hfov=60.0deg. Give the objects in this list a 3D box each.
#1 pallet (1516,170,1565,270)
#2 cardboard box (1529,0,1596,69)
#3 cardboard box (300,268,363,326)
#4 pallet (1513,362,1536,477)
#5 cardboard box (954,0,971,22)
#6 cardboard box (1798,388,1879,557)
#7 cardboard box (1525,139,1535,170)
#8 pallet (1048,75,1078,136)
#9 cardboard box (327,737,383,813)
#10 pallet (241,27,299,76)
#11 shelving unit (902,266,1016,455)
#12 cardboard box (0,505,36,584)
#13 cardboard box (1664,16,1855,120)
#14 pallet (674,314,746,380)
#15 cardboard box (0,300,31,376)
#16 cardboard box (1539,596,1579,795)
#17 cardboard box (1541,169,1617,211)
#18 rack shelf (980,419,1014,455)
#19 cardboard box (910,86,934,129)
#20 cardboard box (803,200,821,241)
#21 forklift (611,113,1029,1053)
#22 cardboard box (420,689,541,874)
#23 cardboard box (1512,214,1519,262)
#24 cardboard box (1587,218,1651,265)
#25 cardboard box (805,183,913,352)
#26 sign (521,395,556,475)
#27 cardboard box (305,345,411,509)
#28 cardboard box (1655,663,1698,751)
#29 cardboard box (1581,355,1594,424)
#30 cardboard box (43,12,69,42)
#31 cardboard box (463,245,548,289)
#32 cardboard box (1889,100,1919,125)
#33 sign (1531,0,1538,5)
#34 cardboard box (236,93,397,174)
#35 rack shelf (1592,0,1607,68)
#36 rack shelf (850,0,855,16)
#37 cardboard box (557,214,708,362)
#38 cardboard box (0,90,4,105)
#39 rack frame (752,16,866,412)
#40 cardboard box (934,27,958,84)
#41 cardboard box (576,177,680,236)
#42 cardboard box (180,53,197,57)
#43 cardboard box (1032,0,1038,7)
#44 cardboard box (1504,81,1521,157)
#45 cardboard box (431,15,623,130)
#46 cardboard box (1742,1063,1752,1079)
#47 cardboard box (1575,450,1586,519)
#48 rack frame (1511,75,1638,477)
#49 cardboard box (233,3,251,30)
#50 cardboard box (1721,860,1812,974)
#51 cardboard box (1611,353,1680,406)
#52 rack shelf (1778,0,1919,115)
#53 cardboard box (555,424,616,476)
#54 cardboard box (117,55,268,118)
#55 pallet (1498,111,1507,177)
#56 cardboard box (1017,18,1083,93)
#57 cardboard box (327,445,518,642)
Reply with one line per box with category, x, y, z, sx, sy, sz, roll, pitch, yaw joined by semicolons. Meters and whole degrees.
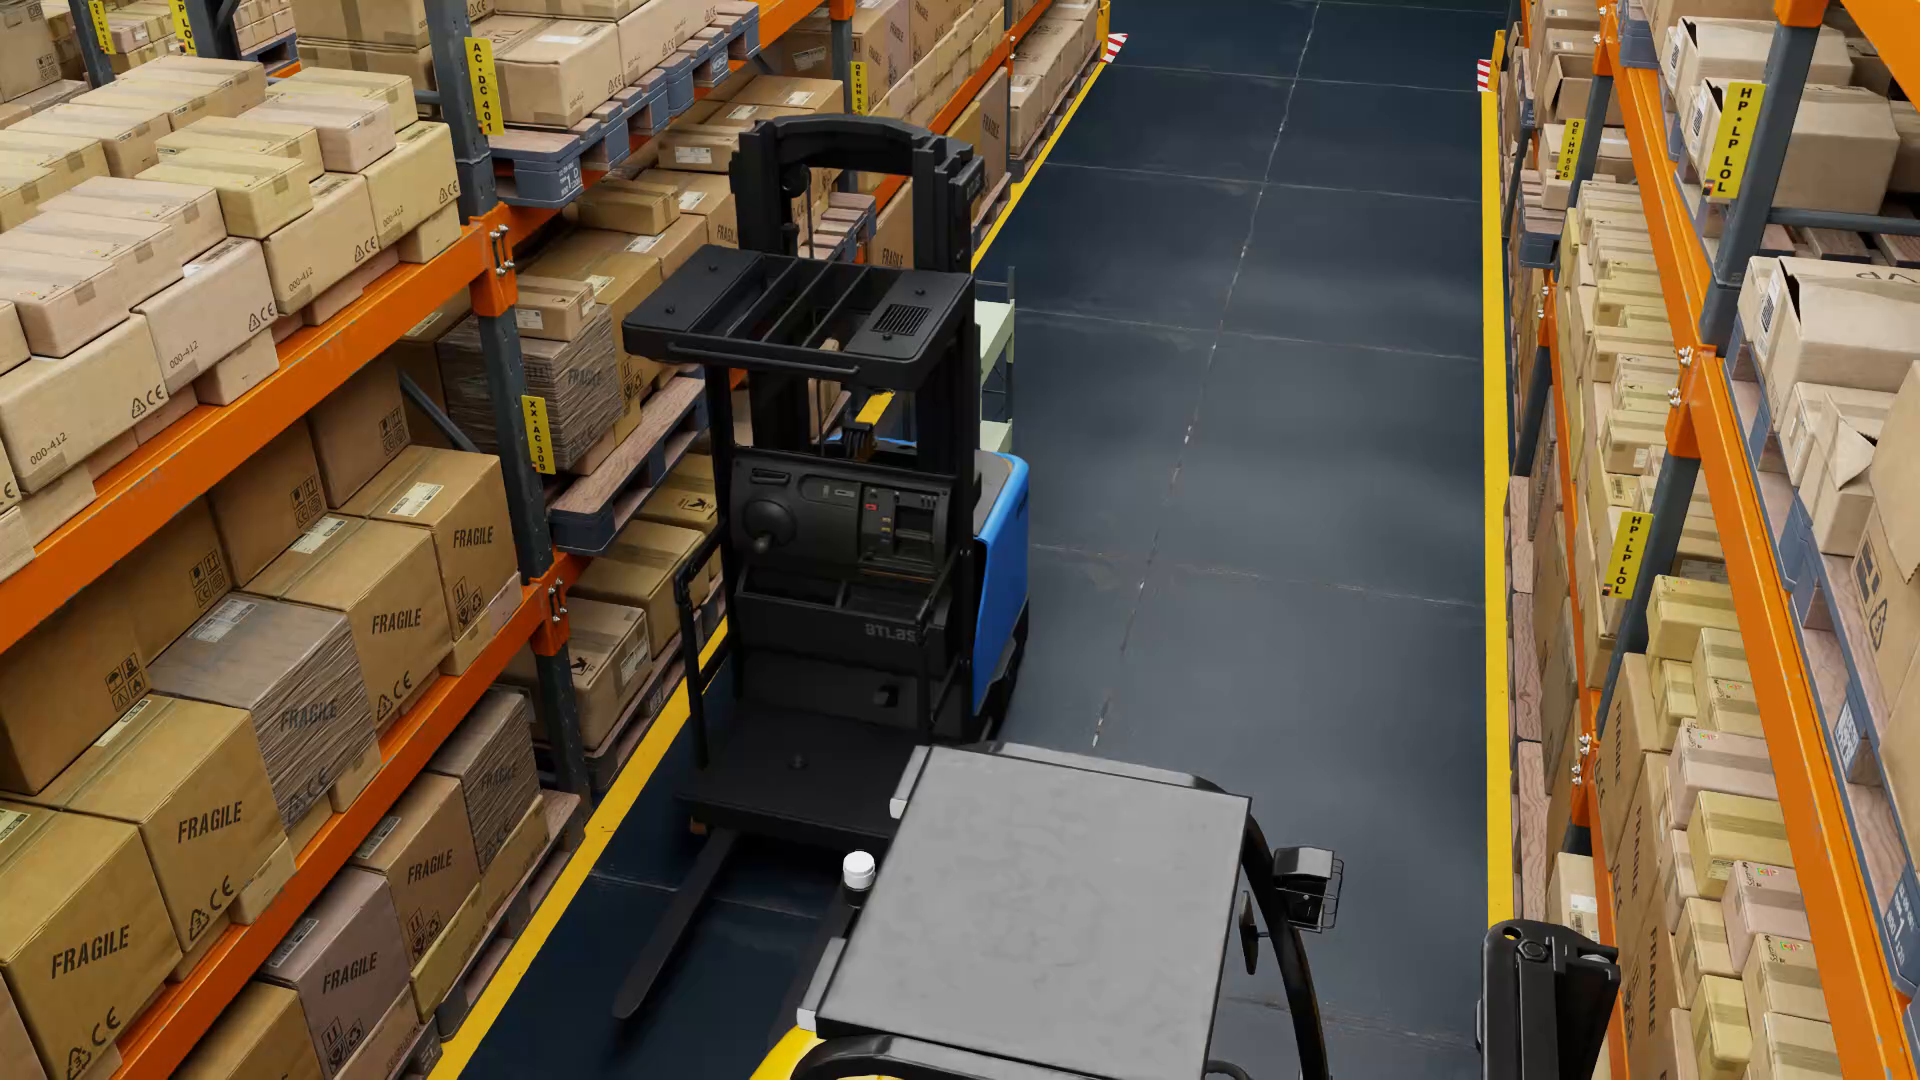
pallet;3.803;-1.781;9.435;1.213;0.211;1.003;8;33;12
cardboard box;4.375;-3.576;11.594;0.700;0.500;0.500;9;34;14
cardboard box;-2.094;-0.799;5.149;0.380;0.149;0.250;8;33;13
pallet;3.925;-0.707;10.165;1.003;0.211;1.213;8;33;12
cardboard box;-0.230;-3.919;11.593;0.500;0.500;0.500;9;34;14
cardboard box;2.013;-0.125;3.495;0.396;0.266;0.258;7;33;11
cardboard box;4.366;-2.823;12.228;0.380;0.149;0.250;10;34;15
pallet;0.488;-4.093;15.491;1.003;0.211;1.213;8;33;12
cardboard box;-2.160;0.743;5.520;0.380;0.149;0.250;8;33;12
pallet;-5.454;-3.748;12.529;1.003;0.211;1.213;8;33;12
shelving unit;-0.002;-0.629;8.842;0.431;1.500;0.755;8;33;12
cardboard box;-2.411;0.018;3.864;0.380;0.149;0.250;8;33;13
cardboard box;2.827;-1.680;5.899;0.500;0.311;0.500;7;33;11
pallet;-1.566;-1.061;8.302;1.003;0.211;1.213;8;33;12
cardboard box;-2.429;-0.462;3.876;0.380;0.149;0.250;9;33;13
cardboard box;3.010;0.726;7.135;0.875;0.625;0.625;8;33;12
cardboard box;3.495;-1.965;9.388;0.380;0.149;0.250;9;33;13
rack shelf;-0.002;-0.354;9.017;0.431;0.370;0.720;8;33;12
cardboard box;-0.484;-2.872;11.111;0.500;0.250;0.500;9;34;14
cardboard box;-0.977;-1.758;9.062;0.380;0.149;0.250;8;33;12
forklift;-0.548;-0.039;6.580;1.130;2.935;3.031;9;33;13
cardboard box;-2.009;0.911;6.494;0.500;0.500;0.500;8;33;12
cardboard box;4.248;-2.201;11.855;0.500;0.500;0.500;8;33;12
cardboard box;3.226;-1.416;7.984;0.380;0.149;0.250;9;34;14
cardboard box;-0.848;-1.803;10.879;0.875;0.875;0.875;8;33;12
sign;-1.592;-0.395;6.268;0.100;0.325;0.005;8;33;12
cardboard box;-2.440;-0.490;5.922;0.700;0.500;0.500;8;33;12
cardboard box;2.284;0.523;4.934;0.380;0.149;0.250;9;33;14
cardboard box;2.966;-0.654;7.157;0.500;0.250;0.500;8;33;13
cardboard box;-6.236;-3.435;11.146;0.380;0.149;0.250;7;33;10
cardboard box;-2.098;-0.973;7.222;0.500;0.500;0.500;8;33;13
cardboard box;3.037;-1.365;5.555;0.380;0.149;0.250;8;33;12
sign;4.187;-4.012;11.958;0.100;0.325;0.005;8;33;12
cardboard box;-1.979;-1.256;5.125;0.380;0.149;0.250;7;33;11
rack shelf;4.206;-3.501;9.836;1.077;0.370;4.000;8;33;12
rack shelf;-0.596;-4.175;10.896;1.077;0.370;4.000;8;33;12
cardboard box;-1.457;-1.163;7.522;0.500;0.500;0.500;8;33;12
cardboard box;-6.167;-2.766;9.780;0.700;0.500;0.500;8;33;12
rack frame;-1.103;-2.175;9.875;1.000;3.000;0.127;8;33;12
cardboard box;-0.324;-3.338;11.379;0.500;0.250;0.500;9;33;13
cardboard box;-1.481;-1.492;7.434;0.380;0.149;0.250;10;34;15
cardboard box;-5.472;-3.352;11.569;0.380;0.149;0.250;10;34;15
cardboard box;0.416;-4.761;13.850;0.500;0.500;0.500;8;33;13
cardboard box;4.964;-3.493;13.888;0.700;0.500;0.500;7;33;11
cardboard box;-1.582;-1.728;6.124;0.500;0.250;0.500;7;33;11
cardboard box;1.938;1.330;3.664;0.380;0.149;0.250;8;33;12
cardboard box;2.837;-0.174;6.868;0.500;0.250;0.500;8;33;13
rack frame;3.699;-1.501;8.815;1.000;3.000;0.127;8;33;12
cardboard box;-5.341;-3.757;11.929;0.380;0.149;0.250;8;33;12
cardboard box;2.066;0.938;4.004;0.380;0.149;0.250;8;33;12
cardboard box;2.851;-0.616;6.725;0.380;0.149;0.250;8;33;13
rack shelf;2.176;-0.447;2.608;1.077;0.370;4.000;8;33;12
cardboard box;-1.672;-0.414;6.948;0.380;0.149;0.250;8;33;13
cardboard box;-2.514;-1.477;5.472;0.380;0.149;0.250;7;33;12
pallet;5.197;-3.391;14.388;1.003;0.211;1.213;8;33;12
cardboard box;0.632;-4.590;15.671;0.875;0.438;0.875;9;34;14
cardboard box;-1.991;-0.002;6.087;0.500;0.500;0.500;7;33;11
